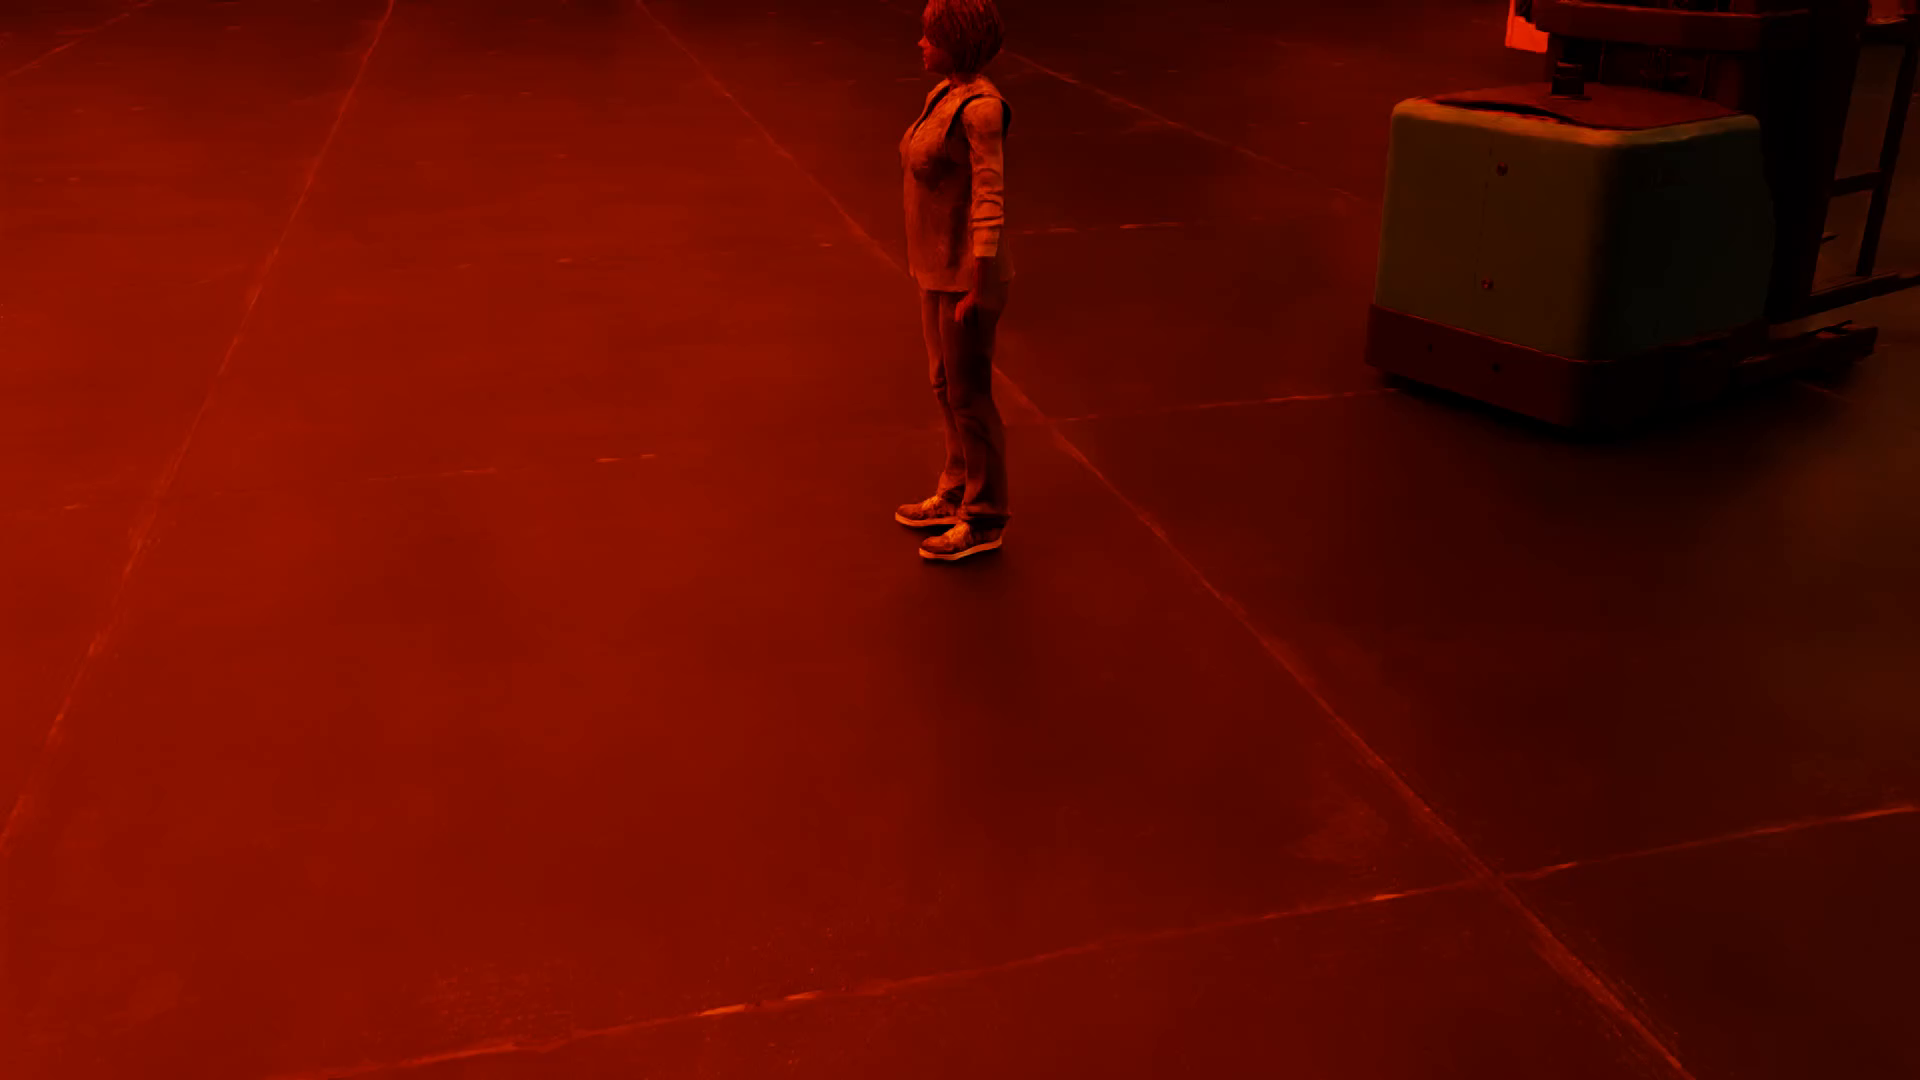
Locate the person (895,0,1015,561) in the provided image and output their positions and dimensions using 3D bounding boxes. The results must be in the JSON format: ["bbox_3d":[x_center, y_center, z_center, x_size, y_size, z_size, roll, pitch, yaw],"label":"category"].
[{"bbox_3d":[-0.009,-0.735,4.737,0.310,1.604,0.405,-6,24,-14],"label":"person"}]

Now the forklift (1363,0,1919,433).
[{"bbox_3d":[3.080,-2.162,6.390,3.031,2.935,1.130,-15,27,-32],"label":"forklift"}]
